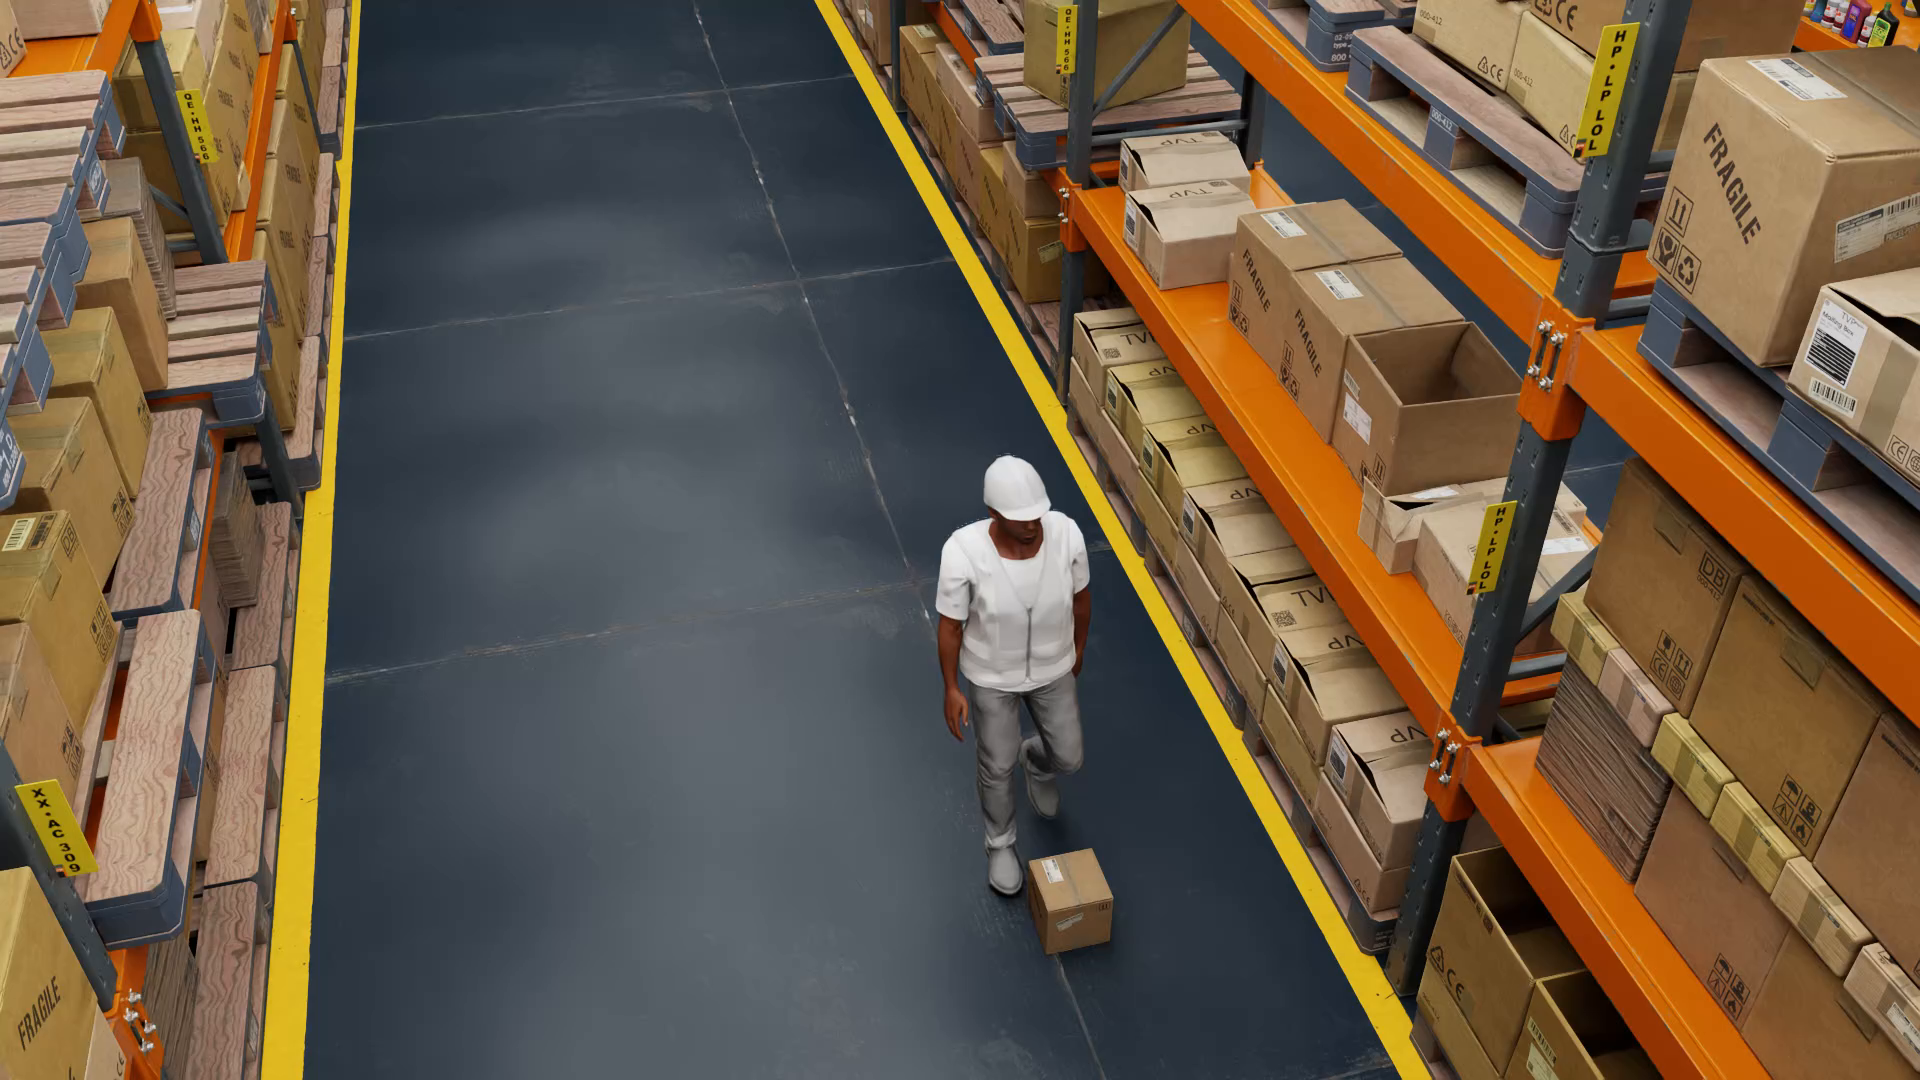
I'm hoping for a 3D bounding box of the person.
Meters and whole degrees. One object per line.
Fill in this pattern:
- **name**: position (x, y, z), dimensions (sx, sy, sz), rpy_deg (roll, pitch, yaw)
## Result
- **person**: position (0.220, 0.501, 6.023), dimensions (0.593, 1.763, 0.578), rpy_deg (-9, 39, -11)
